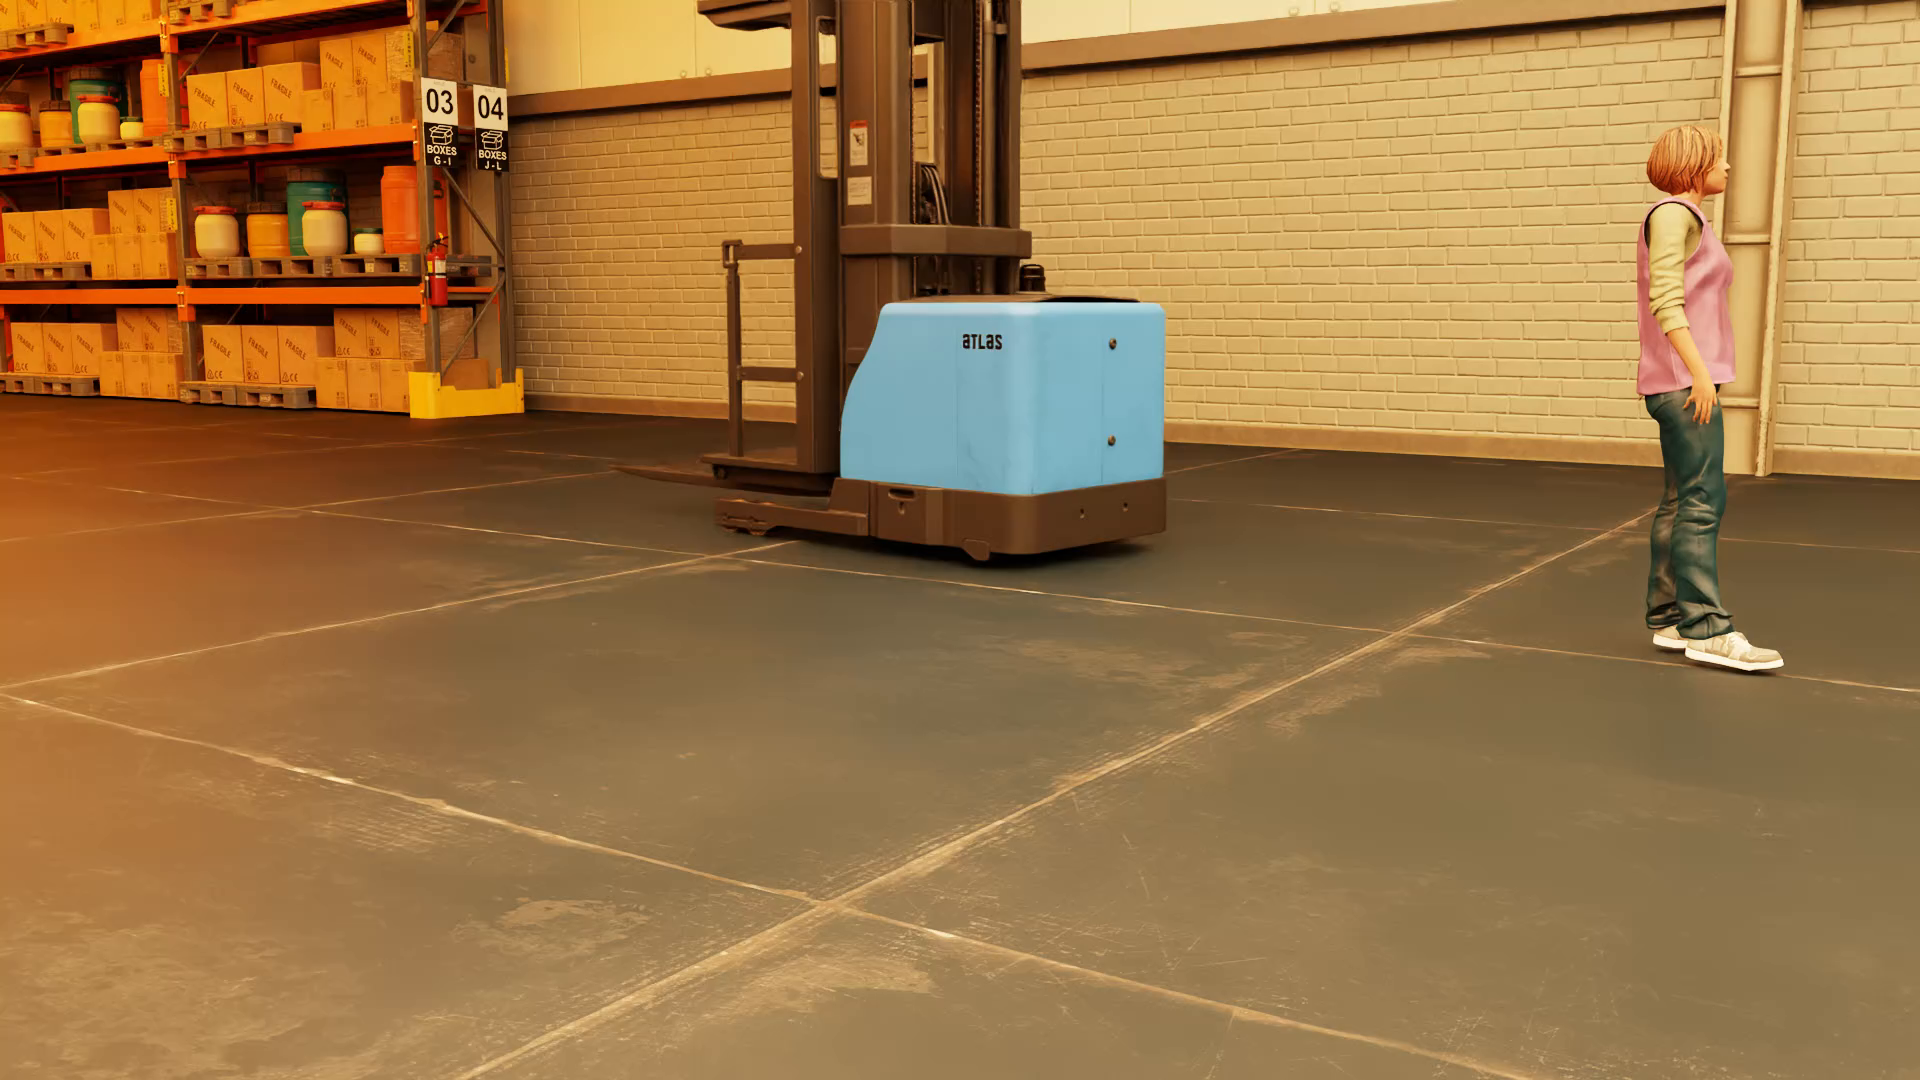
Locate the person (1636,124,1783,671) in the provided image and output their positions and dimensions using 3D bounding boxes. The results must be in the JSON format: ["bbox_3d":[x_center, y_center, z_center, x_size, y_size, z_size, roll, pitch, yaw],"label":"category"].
[{"bbox_3d":[2.274,-0.446,5.012,0.473,1.599,0.520,4,9,26],"label":"person"}]

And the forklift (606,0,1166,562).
[{"bbox_3d":[-0.520,-1.512,7.827,3.031,2.935,1.130,7,11,42],"label":"forklift"}]
